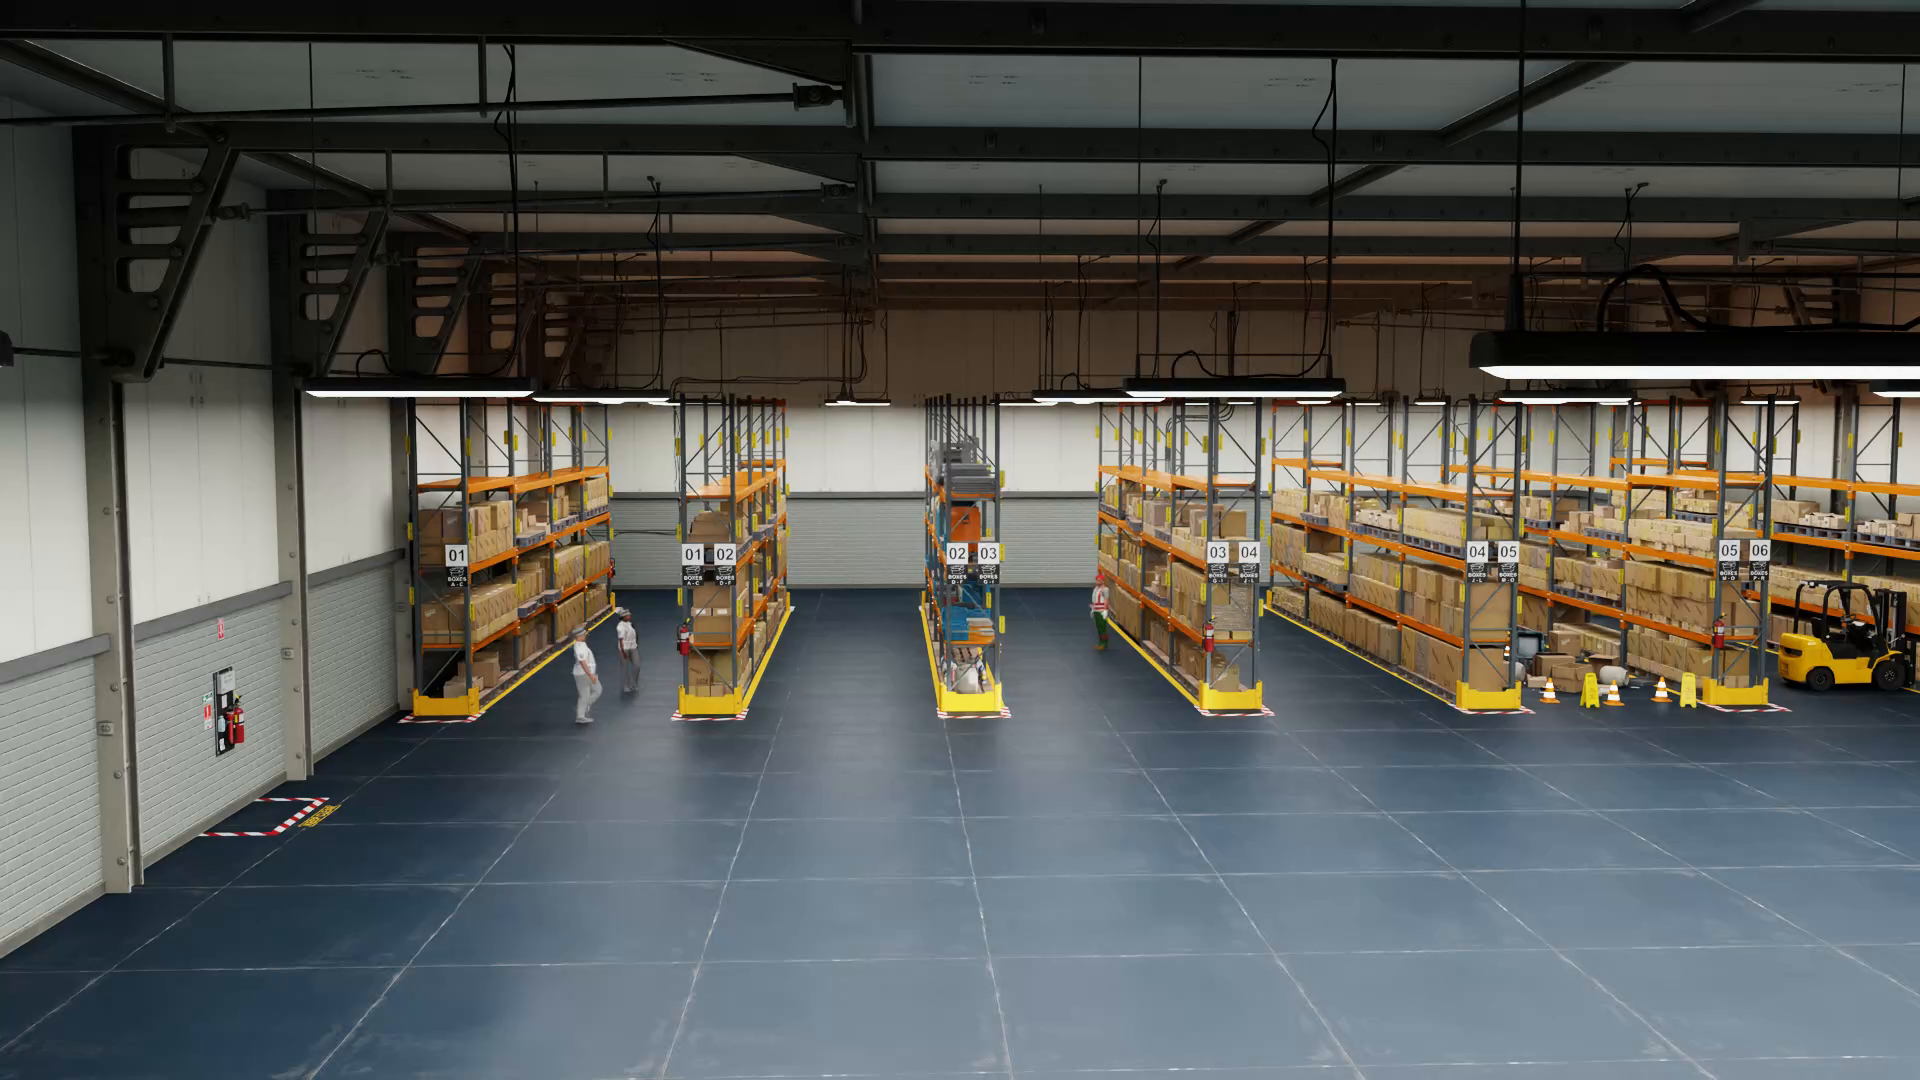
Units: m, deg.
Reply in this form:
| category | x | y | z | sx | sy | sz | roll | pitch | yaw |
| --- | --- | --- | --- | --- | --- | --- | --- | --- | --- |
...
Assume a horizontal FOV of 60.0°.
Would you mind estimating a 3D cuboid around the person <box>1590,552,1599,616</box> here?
| category | x | y | z | sx | sy | sz | roll | pitch | yaw |
| --- | --- | --- | --- | --- | --- | --- | --- | --- | --- |
| person | 17.542 | 1.209 | 46.063 | 0.430 | 1.770 | 0.604 | 0 | 5 | 4 |

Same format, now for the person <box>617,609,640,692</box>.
| category | x | y | z | sx | sy | sz | roll | pitch | yaw |
| --- | --- | --- | --- | --- | --- | --- | --- | --- | --- |
| person | -6.725 | 2.257 | 33.707 | 0.481 | 1.753 | 0.424 | -4 | 6 | -41 |

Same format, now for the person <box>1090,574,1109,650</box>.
| category | x | y | z | sx | sy | sz | roll | pitch | yaw |
| --- | --- | --- | --- | --- | --- | --- | --- | --- | --- |
| person | 3.331 | 1.707 | 39.463 | 0.354 | 1.792 | 0.584 | -2 | 5 | -19 |

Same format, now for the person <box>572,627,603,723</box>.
| category | x | y | z | sx | sy | sz | roll | pitch | yaw |
| --- | --- | --- | --- | --- | --- | --- | --- | --- | --- |
| person | -6.805 | 2.449 | 30.174 | 0.501 | 1.775 | 0.557 | 1 | 5 | 7 |
